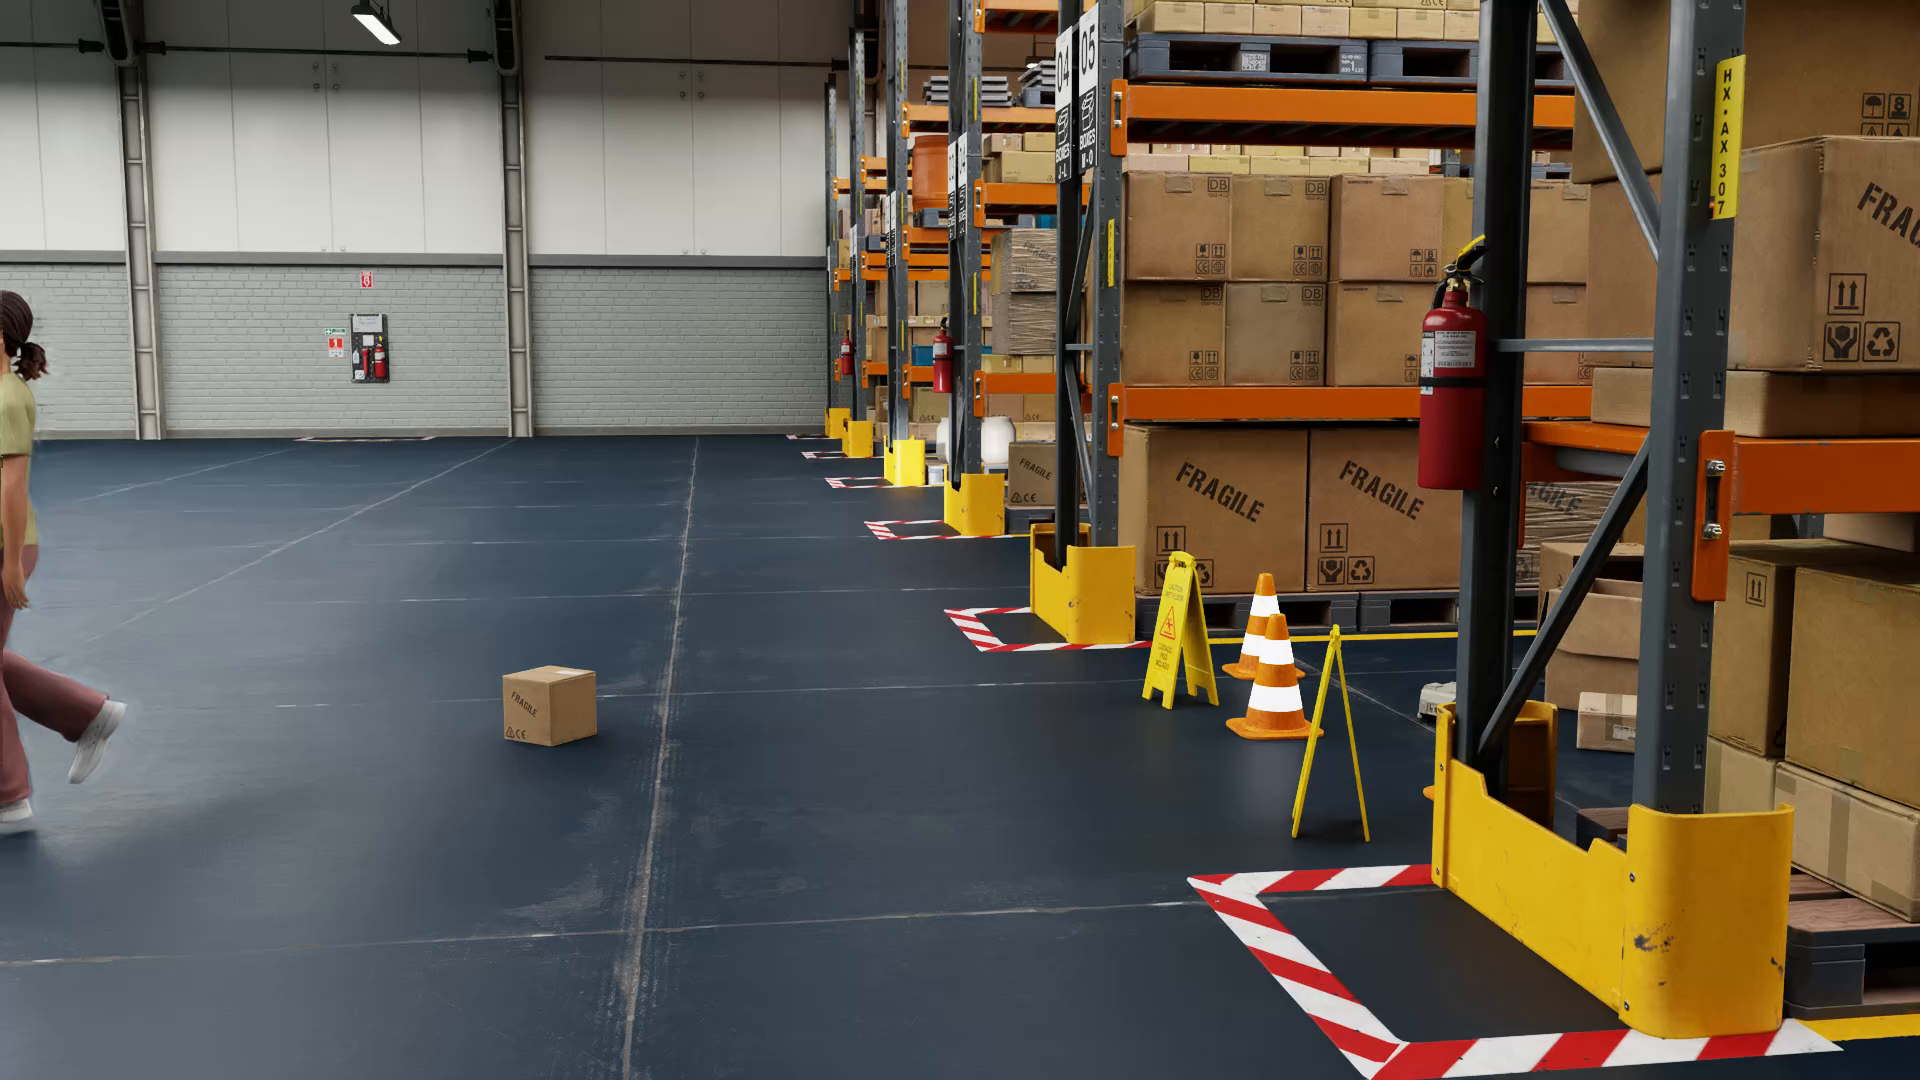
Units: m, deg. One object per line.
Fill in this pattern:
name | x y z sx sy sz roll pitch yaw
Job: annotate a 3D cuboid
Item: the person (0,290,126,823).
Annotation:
person | -2.958 0.052 5.186 0.594 1.658 0.445 -4 7 -28
